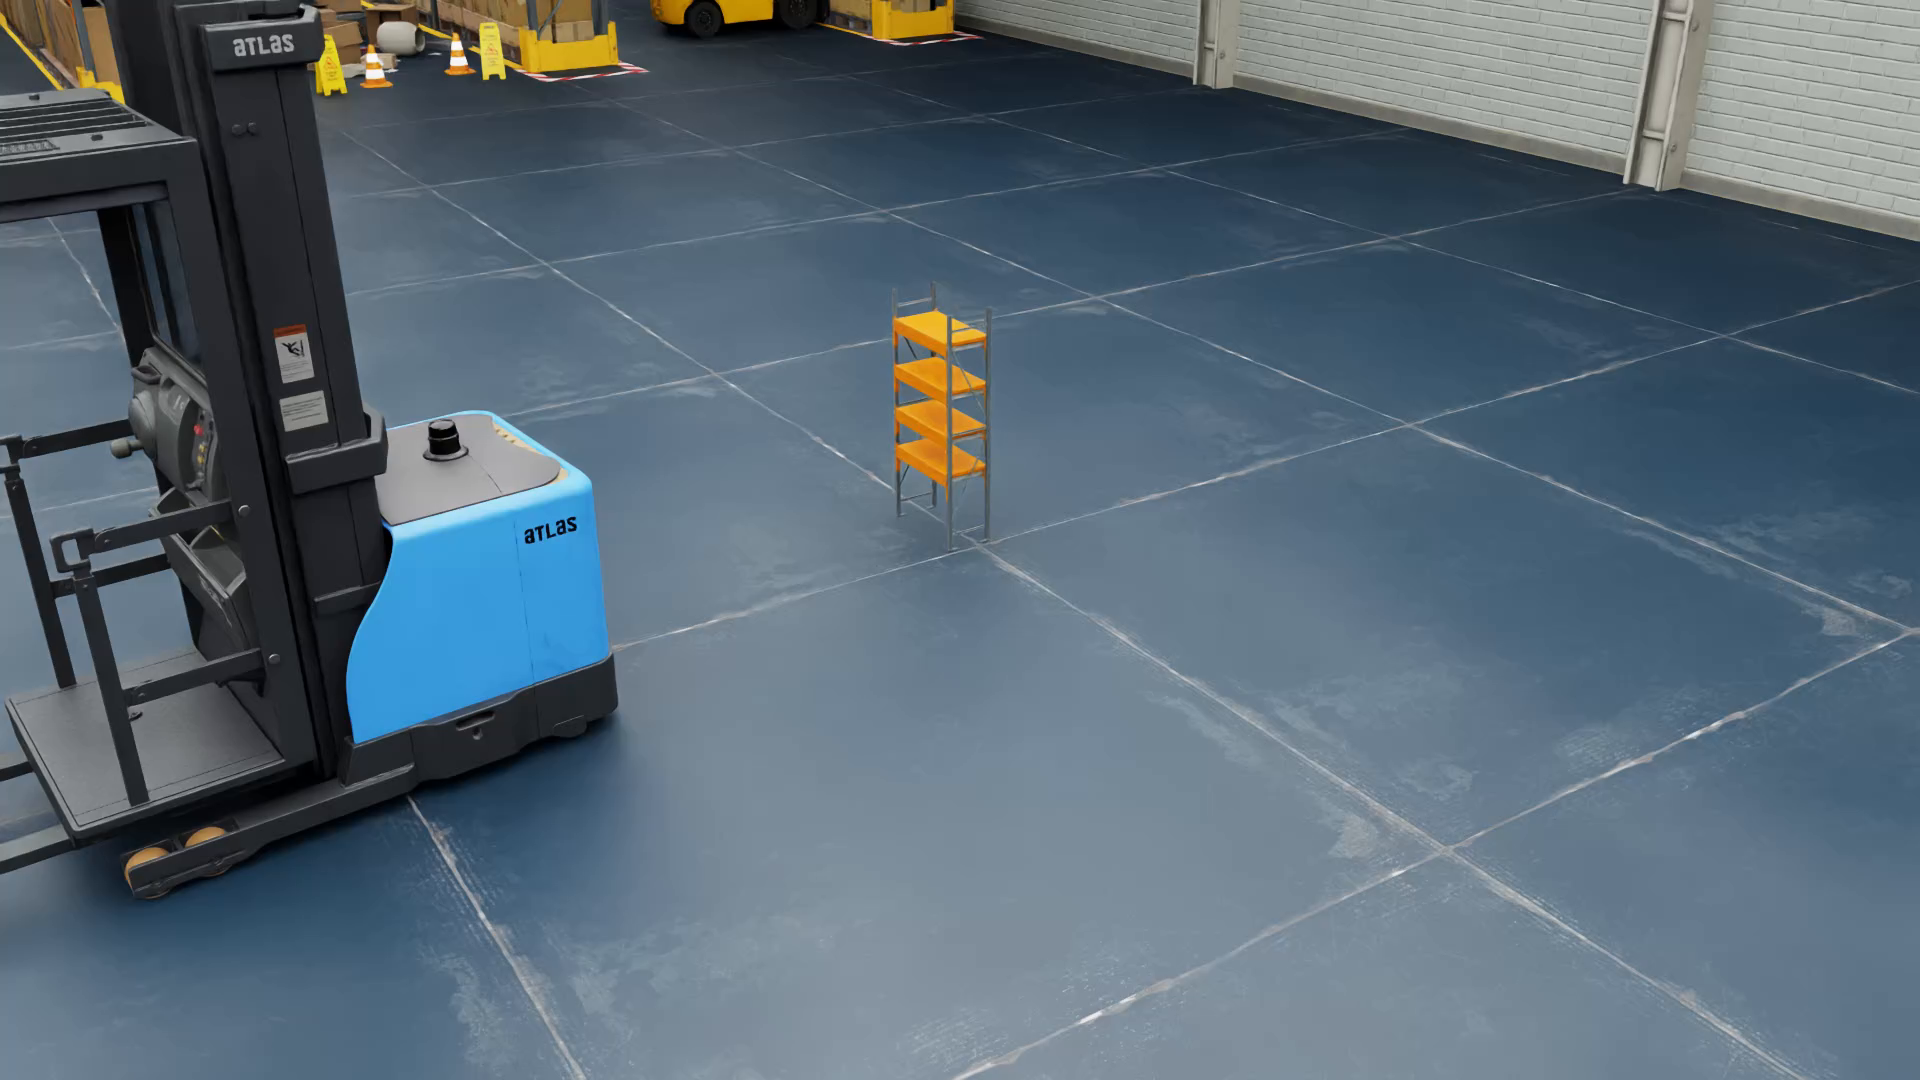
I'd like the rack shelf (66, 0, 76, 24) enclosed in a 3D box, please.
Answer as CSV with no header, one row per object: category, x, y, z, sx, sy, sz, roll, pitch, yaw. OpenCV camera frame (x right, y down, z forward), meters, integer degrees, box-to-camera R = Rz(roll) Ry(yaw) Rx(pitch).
rack shelf,-10.003,-6.447,19.235,1.077,0.370,4.000,-16,29,-30

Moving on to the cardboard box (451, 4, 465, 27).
cardboard box,-6.606,-7.161,22.635,0.500,0.250,0.500,-14,29,-27

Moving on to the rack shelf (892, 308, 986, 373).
rack shelf,-0.090,-0.957,7.952,0.258,0.148,0.480,-16,29,-30

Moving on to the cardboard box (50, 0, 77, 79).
cardboard box,-9.818,-5.827,19.077,0.875,0.875,0.875,-16,30,-30

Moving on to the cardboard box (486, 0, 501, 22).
cardboard box,-5.762,-6.944,21.296,0.500,0.500,0.500,-14,29,-28

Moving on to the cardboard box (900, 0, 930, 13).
cardboard box,-0.766,-7.572,23.506,0.500,0.250,0.500,-15,29,-29

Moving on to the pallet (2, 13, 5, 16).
pallet,-13.703,-7.937,24.816,1.003,0.211,1.213,-16,29,-30

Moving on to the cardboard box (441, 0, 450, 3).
cardboard box,-6.906,-7.689,22.874,0.500,0.500,0.500,-14,29,-27

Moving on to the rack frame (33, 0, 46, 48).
rack frame,-11.094,-7.487,20.597,1.000,3.000,0.127,-16,29,-30

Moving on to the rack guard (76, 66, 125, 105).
rack guard,-8.898,-4.918,18.082,1.175,0.500,0.348,-16,29,-30

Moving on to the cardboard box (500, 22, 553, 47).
cardboard box,-5.498,-6.428,21.082,0.500,0.250,0.500,-16,29,-30

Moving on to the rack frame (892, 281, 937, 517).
rack frame,-0.224,-0.689,8.304,0.240,1.200,0.015,-16,29,-30

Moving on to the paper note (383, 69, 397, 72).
paper note,-7.002,-5.778,20.454,0.142,0.019,0.148,18,31,33

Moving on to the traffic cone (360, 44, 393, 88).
traffic cone,-6.879,-5.572,19.512,0.336,0.463,0.334,-16,29,-30

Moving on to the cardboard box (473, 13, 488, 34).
cardboard box,-6.052,-6.792,21.854,0.500,0.250,0.500,-17,30,-31

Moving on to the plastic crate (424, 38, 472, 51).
plastic crate,-6.832,-6.604,22.146,0.583,0.080,0.402,18,31,33

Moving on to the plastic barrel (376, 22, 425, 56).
plastic barrel,-7.215,-6.467,21.454,0.512,0.421,0.421,3,25,6

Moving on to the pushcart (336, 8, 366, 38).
pushcart,-8.885,-6.942,22.514,0.936,0.377,1.648,18,31,33

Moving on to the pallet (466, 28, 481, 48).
pallet,-5.936,-6.747,22.296,1.003,0.211,1.213,-16,29,-30

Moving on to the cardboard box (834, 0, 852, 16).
cardboard box,-1.447,-7.626,23.619,0.500,0.250,0.500,-16,29,-30

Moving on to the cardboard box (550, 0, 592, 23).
cardboard box,-5.041,-6.893,21.189,0.500,0.500,0.500,-17,30,-31

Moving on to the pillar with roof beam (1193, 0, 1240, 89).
pillar with roof beam,-0.618,-8.427,15.560,9.100,9.000,0.400,-16,29,-30

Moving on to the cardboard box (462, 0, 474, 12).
cardboard box,-6.323,-7.314,22.081,0.500,0.500,0.500,-14,29,-27

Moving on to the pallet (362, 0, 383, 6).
pallet,-8.760,-8.567,26.150,1.003,0.211,1.213,-16,29,-30

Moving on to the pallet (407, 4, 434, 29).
pallet,-7.428,-7.694,24.302,1.003,0.211,1.213,-16,29,-30

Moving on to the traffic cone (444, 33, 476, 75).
traffic cone,-6.134,-5.952,20.317,0.336,0.463,0.334,-16,29,-30

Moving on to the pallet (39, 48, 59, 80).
pallet,-10.745,-5.936,20.578,1.003,0.211,1.213,-16,29,-30

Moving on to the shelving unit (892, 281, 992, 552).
shelving unit,-0.090,-0.602,8.119,0.258,1.200,0.503,-16,29,-30

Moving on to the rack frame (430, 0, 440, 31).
rack frame,-7.002,-8.677,23.117,1.000,3.000,0.127,-16,29,-30

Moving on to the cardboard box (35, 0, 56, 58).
cardboard box,-10.810,-6.475,20.450,0.875,0.875,0.875,-15,29,-29

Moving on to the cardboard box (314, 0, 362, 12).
cardboard box,-8.477,-7.464,22.588,0.500,0.500,0.500,-16,29,-30

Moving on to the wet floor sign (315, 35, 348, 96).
wet floor sign,-7.236,-5.443,19.025,0.267,0.644,0.232,-22,33,-38

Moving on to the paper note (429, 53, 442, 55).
paper note,-6.812,-6.323,21.608,0.148,0.019,0.142,18,31,33

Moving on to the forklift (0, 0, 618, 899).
forklift,-2.842,-0.361,5.581,3.031,2.935,1.130,-19,31,-34

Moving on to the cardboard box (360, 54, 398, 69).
cardboard box,-7.226,-5.955,20.691,0.380,0.149,0.250,-1,25,-3

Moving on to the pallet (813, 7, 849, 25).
pallet,-1.776,-7.843,24.617,1.003,0.211,1.213,-16,29,-30

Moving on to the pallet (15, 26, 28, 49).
pallet,-12.249,-6.922,22.665,1.003,0.211,1.213,-16,29,-30

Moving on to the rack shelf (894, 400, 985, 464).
rack shelf,-0.090,-0.541,8.148,0.258,0.148,0.480,-16,29,-30

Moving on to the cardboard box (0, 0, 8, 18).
cardboard box,-13.021,-7.852,23.513,1.050,0.750,0.750,-16,30,-30

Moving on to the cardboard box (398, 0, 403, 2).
cardboard box,-8.067,-8.370,25.054,0.950,0.372,0.625,-14,29,-28

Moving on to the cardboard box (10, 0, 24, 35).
cardboard box,-12.032,-7.207,22.146,1.050,0.750,0.750,-16,29,-30

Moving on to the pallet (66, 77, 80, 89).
pallet,-9.413,-5.064,18.729,1.003,0.211,1.213,-16,29,-30

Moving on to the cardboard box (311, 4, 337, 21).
cardboard box,-8.416,-6.550,21.376,0.797,0.637,0.503,-16,29,-30

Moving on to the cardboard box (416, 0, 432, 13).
cardboard box,-7.291,-7.866,23.985,0.950,0.372,0.625,-15,29,-29
